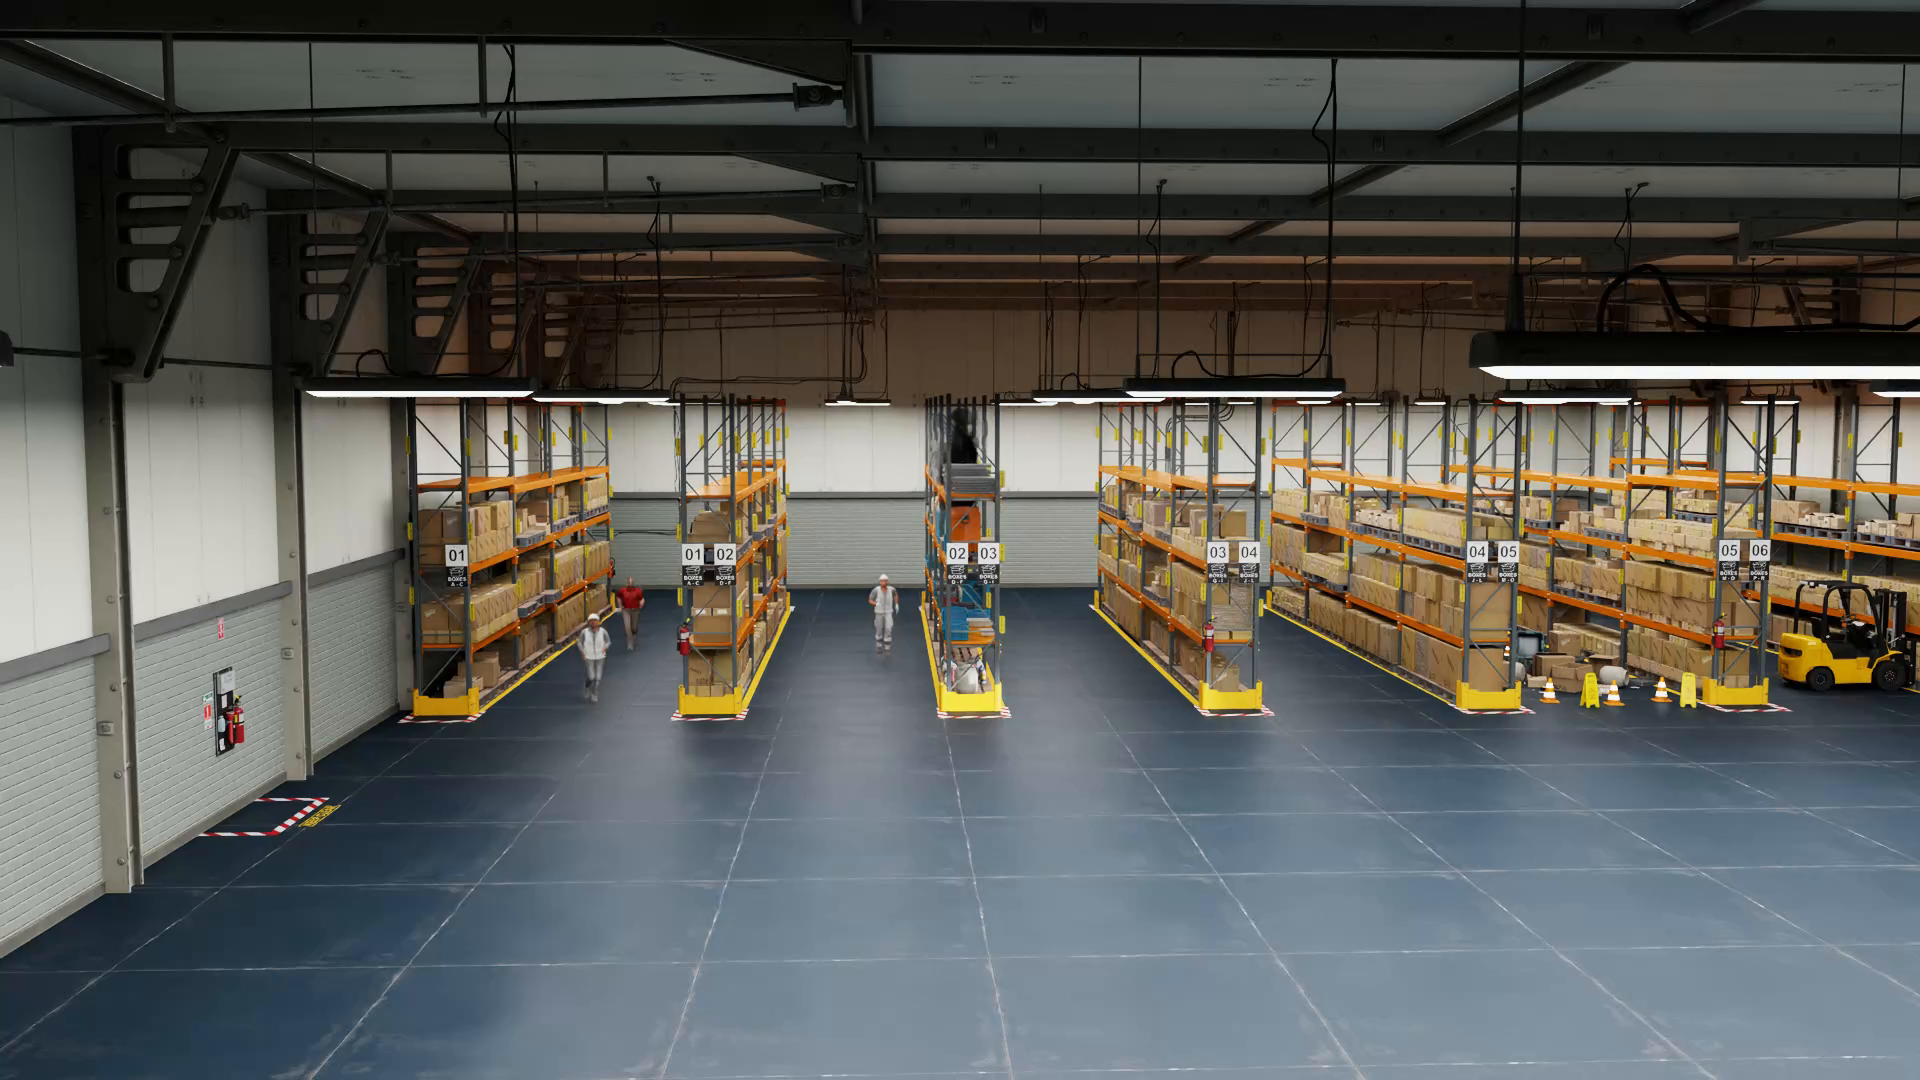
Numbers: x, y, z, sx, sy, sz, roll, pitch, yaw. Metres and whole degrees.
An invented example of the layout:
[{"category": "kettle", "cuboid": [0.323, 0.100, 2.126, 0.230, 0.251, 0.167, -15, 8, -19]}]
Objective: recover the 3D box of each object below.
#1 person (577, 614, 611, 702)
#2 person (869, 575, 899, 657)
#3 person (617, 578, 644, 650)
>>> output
[{"category": "person", "cuboid": [-7.096, 2.299, 32.336, 0.647, 1.740, 0.584, -2, 5, -18]}, {"category": "person", "cuboid": [-1.699, 1.664, 37.141, 0.680, 1.807, 0.810, -1, 5, -9]}, {"category": "person", "cuboid": [-7.897, 1.743, 39.859, 0.648, 1.702, 0.839, -1, 5, -13]}]
